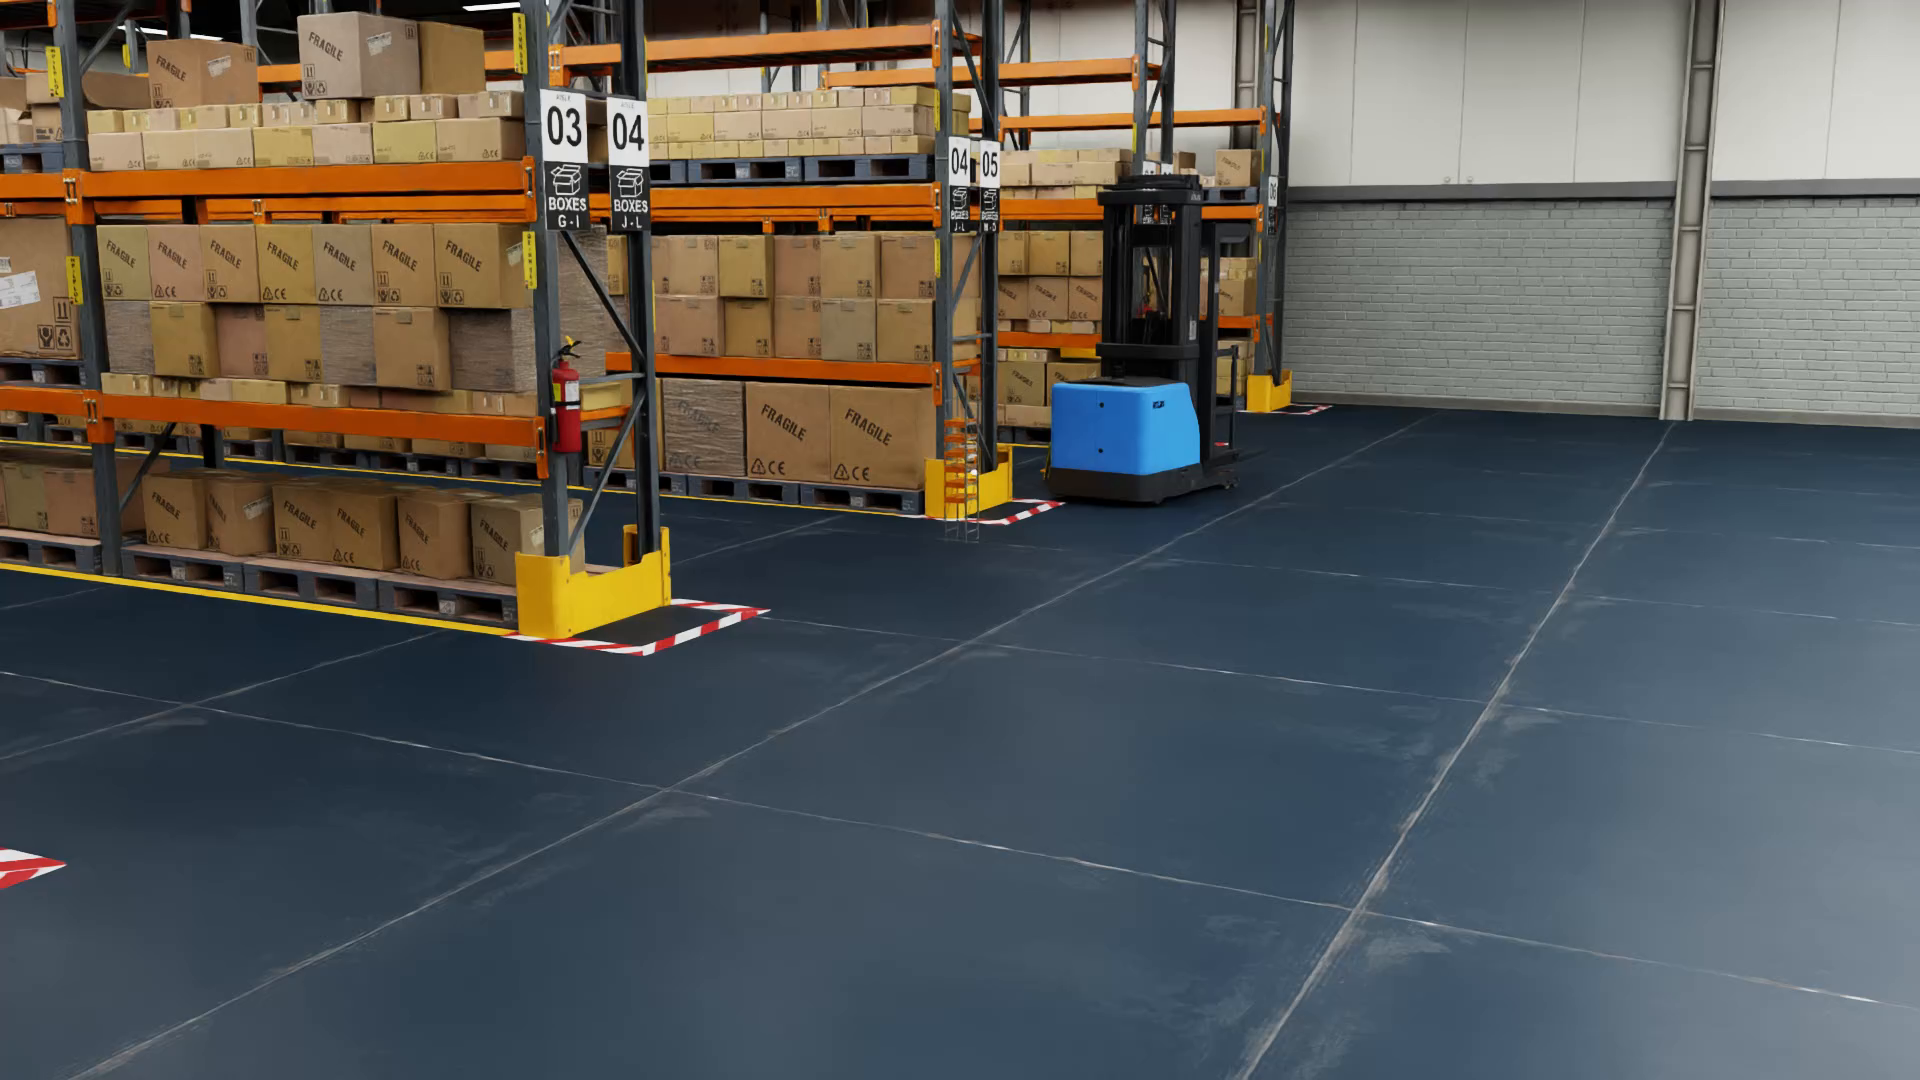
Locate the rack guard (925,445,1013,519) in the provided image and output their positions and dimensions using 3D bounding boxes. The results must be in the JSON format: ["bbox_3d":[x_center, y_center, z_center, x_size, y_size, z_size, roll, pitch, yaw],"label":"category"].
[{"bbox_3d":[0.087,-0.531,14.758,0.348,0.500,1.175,5,11,26],"label":"rack guard"}]

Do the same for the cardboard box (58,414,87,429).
[{"bbox_3d":[-10.150,-1.584,19.400,0.500,0.500,0.500,6,12,28],"label":"cardboard box"}]

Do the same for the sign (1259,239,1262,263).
[{"bbox_3d":[4.106,-3.955,22.742,0.005,0.325,0.100,5,11,26],"label":"sign"}]

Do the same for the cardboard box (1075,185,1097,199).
[{"bbox_3d":[1.484,-3.911,18.701,0.250,0.149,0.380,5,11,26],"label":"cardboard box"}]

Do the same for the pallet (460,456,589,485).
[{"bbox_3d":[-4.247,-0.754,16.805,1.213,0.211,1.003,5,11,26],"label":"pallet"}]

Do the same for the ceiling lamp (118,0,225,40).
[{"bbox_3d":[-13.424,-10.279,28.364,0.800,3.185,2.000,5,11,26],"label":"ceiling lamp"}]

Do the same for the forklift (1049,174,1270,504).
[{"bbox_3d":[2.066,-1.974,15.907,1.130,2.935,3.031,7,12,34],"label":"forklift"}]

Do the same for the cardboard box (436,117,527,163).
[{"bbox_3d":[-2.764,-2.378,9.945,0.500,0.250,0.500,5,12,27],"label":"cardboard box"}]

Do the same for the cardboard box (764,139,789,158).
[{"bbox_3d":[-1.522,-3.443,14.654,0.250,0.149,0.380,5,11,26],"label":"cardboard box"}]

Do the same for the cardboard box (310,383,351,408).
[{"bbox_3d":[-3.958,-0.946,10.737,0.250,0.149,0.380,5,11,26],"label":"cardboard box"}]

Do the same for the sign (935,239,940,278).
[{"bbox_3d":[-0.187,-2.363,13.949,0.005,0.325,0.100,5,11,26],"label":"sign"}]

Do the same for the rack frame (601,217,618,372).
[{"bbox_3d":[-5.009,-3.191,22.441,0.127,3.000,1.000,5,11,26],"label":"rack frame"}]

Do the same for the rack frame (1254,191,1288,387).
[{"bbox_3d":[4.358,-3.354,23.339,0.127,3.000,1.000,5,11,26],"label":"rack frame"}]

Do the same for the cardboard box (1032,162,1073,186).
[{"bbox_3d":[1.142,-4.149,18.894,0.500,0.250,0.500,5,11,25],"label":"cardboard box"}]

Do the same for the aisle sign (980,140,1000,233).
[{"bbox_3d":[0.262,-3.084,14.548,0.004,0.787,0.394,5,11,26],"label":"aisle sign"}]

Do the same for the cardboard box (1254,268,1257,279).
[{"bbox_3d":[4.169,-3.791,23.649,0.250,0.149,0.380,5,11,24],"label":"cardboard box"}]

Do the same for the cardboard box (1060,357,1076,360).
[{"bbox_3d":[1.072,-1.934,19.927,0.500,0.500,0.500,5,11,24],"label":"cardboard box"}]

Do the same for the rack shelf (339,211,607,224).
[{"bbox_3d":[-6.803,-4.471,23.109,4.000,0.370,1.077,5,11,26],"label":"rack shelf"}]

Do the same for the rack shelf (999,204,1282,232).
[{"bbox_3d":[2.565,-4.634,24.007,4.000,0.370,1.077,5,11,26],"label":"rack shelf"}]

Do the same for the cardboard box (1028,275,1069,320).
[{"bbox_3d":[1.110,-2.795,19.138,0.500,0.500,0.500,5,11,26],"label":"cardboard box"}]

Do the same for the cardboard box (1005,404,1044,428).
[{"bbox_3d":[0.860,-1.477,19.512,0.500,0.250,0.500,5,11,26],"label":"cardboard box"}]

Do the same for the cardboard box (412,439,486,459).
[{"bbox_3d":[-4.981,-1.288,17.064,0.750,0.750,1.050,5,11,26],"label":"cardboard box"}]

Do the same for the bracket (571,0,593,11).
[{"bbox_3d":[-6.414,-9.132,28.314,0.430,0.232,0.235,5,11,26],"label":"bracket"}]

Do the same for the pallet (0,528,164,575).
[{"bbox_3d":[-6.506,0.018,12.540,1.213,0.211,1.003,5,11,26],"label":"pallet"}]

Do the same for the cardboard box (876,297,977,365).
[{"bbox_3d":[-0.287,-1.858,14.654,0.550,0.550,0.875,5,11,26],"label":"cardboard box"}]

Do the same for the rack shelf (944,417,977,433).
[{"bbox_3d":[0.013,-0.900,13.061,0.180,0.103,0.258,5,11,26],"label":"rack shelf"}]

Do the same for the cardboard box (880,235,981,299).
[{"bbox_3d":[-0.250,-2.403,14.632,0.550,0.550,0.875,5,11,26],"label":"cardboard box"}]

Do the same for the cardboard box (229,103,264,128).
[{"bbox_3d":[-4.466,-2.720,10.717,0.250,0.149,0.380,5,11,25],"label":"cardboard box"}]

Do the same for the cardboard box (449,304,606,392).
[{"bbox_3d":[-2.701,-1.222,10.441,0.500,0.500,0.875,5,11,26],"label":"cardboard box"}]

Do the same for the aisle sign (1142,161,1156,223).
[{"bbox_3d":[2.092,-3.789,18.443,0.004,0.787,0.394,5,11,26],"label":"aisle sign"}]

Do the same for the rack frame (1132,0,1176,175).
[{"bbox_3d":[2.165,-5.513,18.423,0.127,3.000,1.000,5,11,26],"label":"rack frame"}]

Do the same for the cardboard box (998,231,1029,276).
[{"bbox_3d":[0.657,-3.319,19.221,0.500,0.500,0.700,5,11,25],"label":"cardboard box"}]

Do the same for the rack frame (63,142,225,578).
[{"bbox_3d":[-5.807,-1.293,11.954,0.127,3.000,1.000,5,11,26],"label":"rack frame"}]

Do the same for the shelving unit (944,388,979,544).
[{"bbox_3d":[0.013,-0.589,13.117,0.189,1.200,0.258,5,11,26],"label":"shelving unit"}]

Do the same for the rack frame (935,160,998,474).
[{"bbox_3d":[0.066,-1.762,14.546,0.127,3.000,1.000,5,11,26],"label":"rack frame"}]

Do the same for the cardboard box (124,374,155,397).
[{"bbox_3d":[-5.529,-1.083,11.497,0.250,0.149,0.380,5,11,26],"label":"cardboard box"}]

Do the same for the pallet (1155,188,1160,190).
[{"bbox_3d":[2.637,-4.942,23.941,1.213,0.211,1.003,5,11,26],"label":"pallet"}]

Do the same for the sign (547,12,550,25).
[{"bbox_3d":[-5.251,-6.592,21.318,0.005,0.325,0.100,5,11,26],"label":"sign"}]

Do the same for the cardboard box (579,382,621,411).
[{"bbox_3d":[-2.370,-0.915,10.569,0.250,0.149,0.380,5,11,26],"label":"cardboard box"}]

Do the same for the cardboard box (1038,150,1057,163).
[{"bbox_3d":[1.075,-4.357,18.926,0.250,0.149,0.380,5,11,26],"label":"cardboard box"}]

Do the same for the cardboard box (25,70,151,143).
[{"bbox_3d":[-6.184,-3.080,11.932,0.637,0.503,0.797,4,11,23],"label":"cardboard box"}]

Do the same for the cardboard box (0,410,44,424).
[{"bbox_3d":[-11.198,-1.488,19.857,0.250,0.149,0.380,5,11,27],"label":"cardboard box"}]

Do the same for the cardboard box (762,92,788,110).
[{"bbox_3d":[-1.527,-3.836,14.585,0.250,0.149,0.380,5,11,25],"label":"cardboard box"}]

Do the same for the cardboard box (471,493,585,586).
[{"bbox_3d":[-2.772,-0.007,10.684,0.500,0.500,0.500,8,13,36],"label":"cardboard box"}]

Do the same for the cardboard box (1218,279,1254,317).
[{"bbox_3d":[3.801,-3.400,23.313,0.500,0.500,0.500,5,11,25],"label":"cardboard box"}]

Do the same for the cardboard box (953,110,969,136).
[{"bbox_3d":[-0.254,-3.646,14.656,0.500,0.250,0.500,5,11,26],"label":"cardboard box"}]

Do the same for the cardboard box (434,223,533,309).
[{"bbox_3d":[-2.822,-1.670,10.110,0.500,0.500,0.500,5,11,26],"label":"cardboard box"}]

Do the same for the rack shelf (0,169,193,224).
[{"bbox_3d":[-7.600,-2.573,12.622,4.000,0.370,1.077,5,11,26],"label":"rack shelf"}]

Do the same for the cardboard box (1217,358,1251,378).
[{"bbox_3d":[3.783,-2.442,23.438,0.500,0.250,0.500,5,11,25],"label":"cardboard box"}]

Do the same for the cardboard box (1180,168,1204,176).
[{"bbox_3d":[3.253,-5.056,23.241,0.258,0.266,0.396,5,11,26],"label":"cardboard box"}]

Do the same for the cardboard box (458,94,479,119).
[{"bbox_3d":[-2.788,-2.588,9.986,0.250,0.149,0.380,5,11,24],"label":"cardboard box"}]

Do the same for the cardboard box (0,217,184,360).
[{"bbox_3d":[-6.457,-1.880,12.333,1.000,1.000,1.000,5,11,26],"label":"cardboard box"}]

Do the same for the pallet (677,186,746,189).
[{"bbox_3d":[-2.860,-4.407,21.260,1.003,0.211,1.213,5,11,26],"label":"pallet"}]

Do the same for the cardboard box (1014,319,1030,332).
[{"bbox_3d":[0.827,-2.517,19.418,0.250,0.149,0.380,5,11,27],"label":"cardboard box"}]
